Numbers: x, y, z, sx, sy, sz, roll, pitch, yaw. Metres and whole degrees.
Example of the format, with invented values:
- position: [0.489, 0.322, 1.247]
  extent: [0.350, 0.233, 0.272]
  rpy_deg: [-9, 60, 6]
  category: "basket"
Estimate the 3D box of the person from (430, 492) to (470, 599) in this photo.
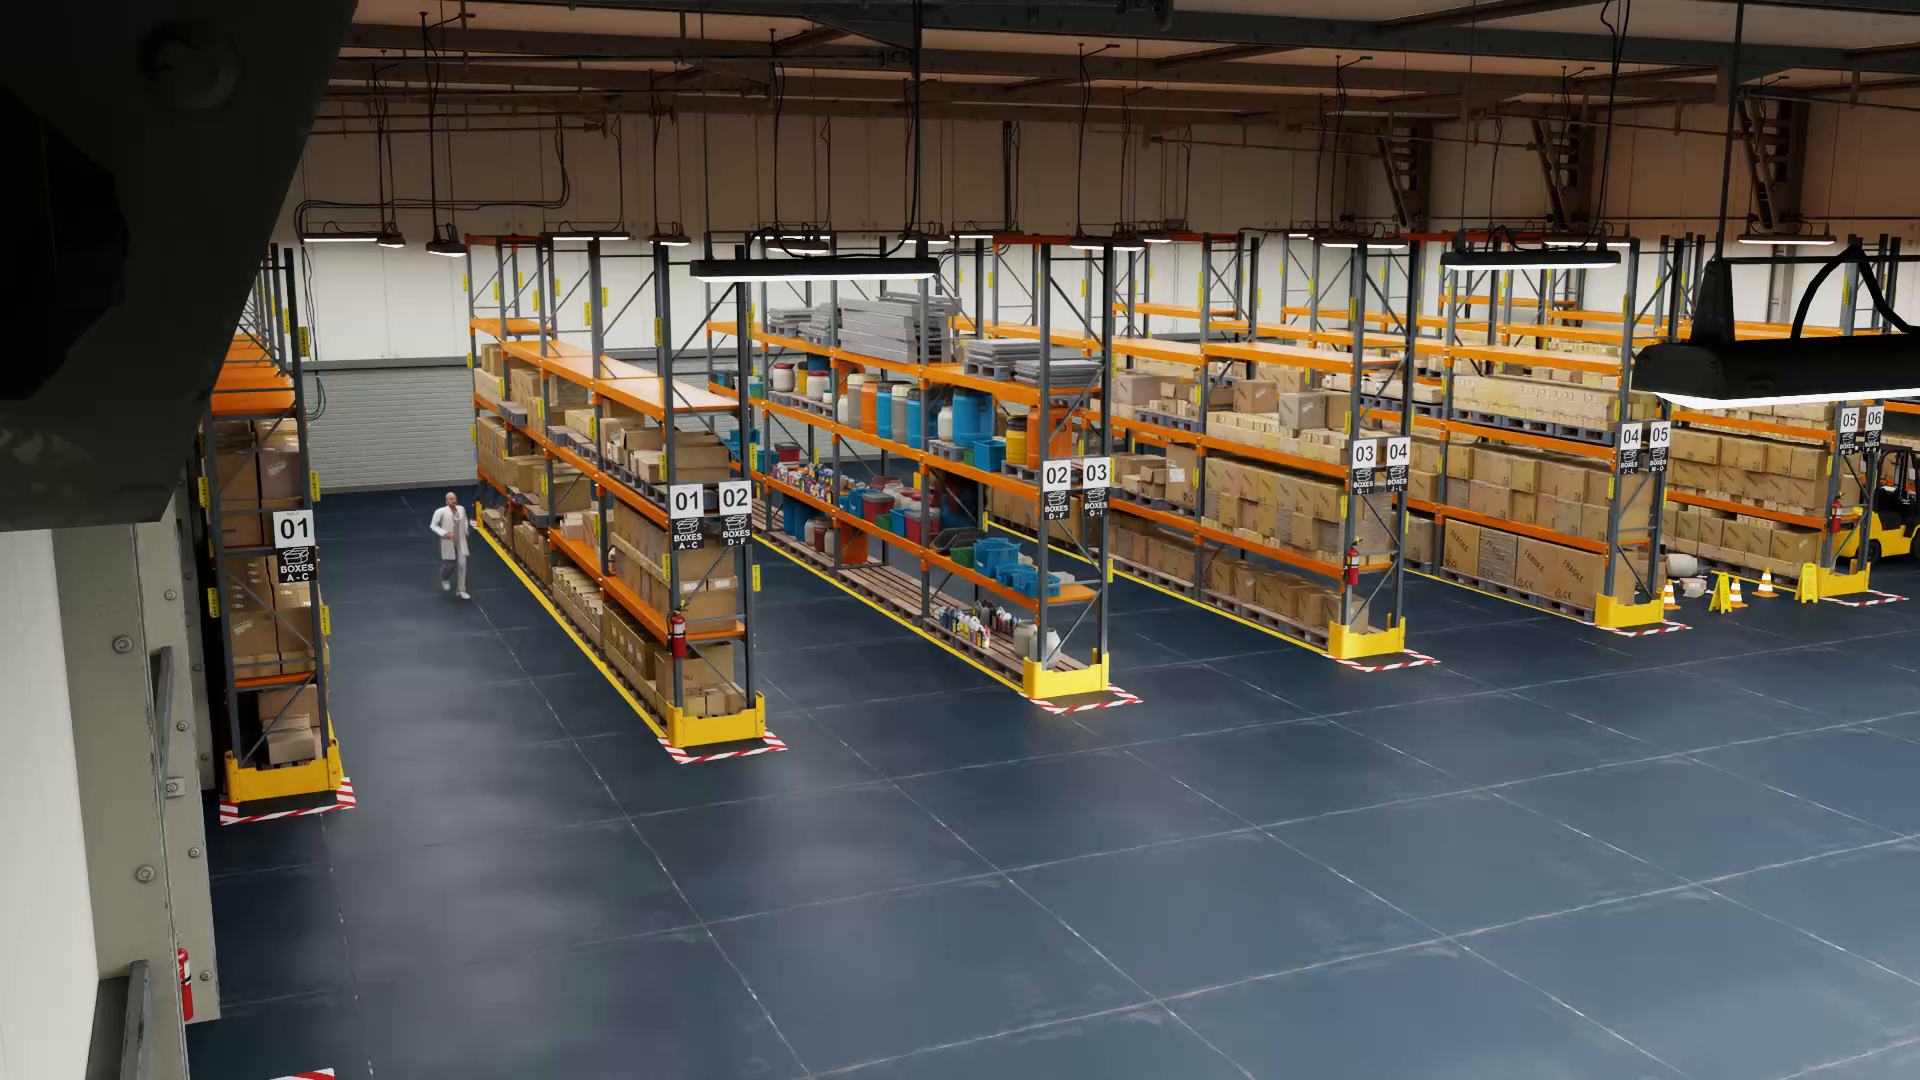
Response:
- position: [-8.594, 0.071, 28.137]
  extent: [0.712, 1.776, 0.955]
  rpy_deg: [-8, 14, -37]
  category: "person"

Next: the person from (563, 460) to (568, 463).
- position: [-8.380, -1.402, 35.958]
  extent: [0.820, 1.711, 0.668]
  rpy_deg: [10, 15, 41]
  category: "person"

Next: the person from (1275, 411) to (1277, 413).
- position: [8.077, -2.858, 43.639]
  extent: [0.818, 1.672, 0.696]
  rpy_deg: [-2, 11, -10]
  category: "person"

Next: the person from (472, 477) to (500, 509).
- position: [-10.379, -1.355, 36.341]
  extent: [0.657, 1.511, 0.561]
  rpy_deg: [2, 11, 10]
  category: "person"
